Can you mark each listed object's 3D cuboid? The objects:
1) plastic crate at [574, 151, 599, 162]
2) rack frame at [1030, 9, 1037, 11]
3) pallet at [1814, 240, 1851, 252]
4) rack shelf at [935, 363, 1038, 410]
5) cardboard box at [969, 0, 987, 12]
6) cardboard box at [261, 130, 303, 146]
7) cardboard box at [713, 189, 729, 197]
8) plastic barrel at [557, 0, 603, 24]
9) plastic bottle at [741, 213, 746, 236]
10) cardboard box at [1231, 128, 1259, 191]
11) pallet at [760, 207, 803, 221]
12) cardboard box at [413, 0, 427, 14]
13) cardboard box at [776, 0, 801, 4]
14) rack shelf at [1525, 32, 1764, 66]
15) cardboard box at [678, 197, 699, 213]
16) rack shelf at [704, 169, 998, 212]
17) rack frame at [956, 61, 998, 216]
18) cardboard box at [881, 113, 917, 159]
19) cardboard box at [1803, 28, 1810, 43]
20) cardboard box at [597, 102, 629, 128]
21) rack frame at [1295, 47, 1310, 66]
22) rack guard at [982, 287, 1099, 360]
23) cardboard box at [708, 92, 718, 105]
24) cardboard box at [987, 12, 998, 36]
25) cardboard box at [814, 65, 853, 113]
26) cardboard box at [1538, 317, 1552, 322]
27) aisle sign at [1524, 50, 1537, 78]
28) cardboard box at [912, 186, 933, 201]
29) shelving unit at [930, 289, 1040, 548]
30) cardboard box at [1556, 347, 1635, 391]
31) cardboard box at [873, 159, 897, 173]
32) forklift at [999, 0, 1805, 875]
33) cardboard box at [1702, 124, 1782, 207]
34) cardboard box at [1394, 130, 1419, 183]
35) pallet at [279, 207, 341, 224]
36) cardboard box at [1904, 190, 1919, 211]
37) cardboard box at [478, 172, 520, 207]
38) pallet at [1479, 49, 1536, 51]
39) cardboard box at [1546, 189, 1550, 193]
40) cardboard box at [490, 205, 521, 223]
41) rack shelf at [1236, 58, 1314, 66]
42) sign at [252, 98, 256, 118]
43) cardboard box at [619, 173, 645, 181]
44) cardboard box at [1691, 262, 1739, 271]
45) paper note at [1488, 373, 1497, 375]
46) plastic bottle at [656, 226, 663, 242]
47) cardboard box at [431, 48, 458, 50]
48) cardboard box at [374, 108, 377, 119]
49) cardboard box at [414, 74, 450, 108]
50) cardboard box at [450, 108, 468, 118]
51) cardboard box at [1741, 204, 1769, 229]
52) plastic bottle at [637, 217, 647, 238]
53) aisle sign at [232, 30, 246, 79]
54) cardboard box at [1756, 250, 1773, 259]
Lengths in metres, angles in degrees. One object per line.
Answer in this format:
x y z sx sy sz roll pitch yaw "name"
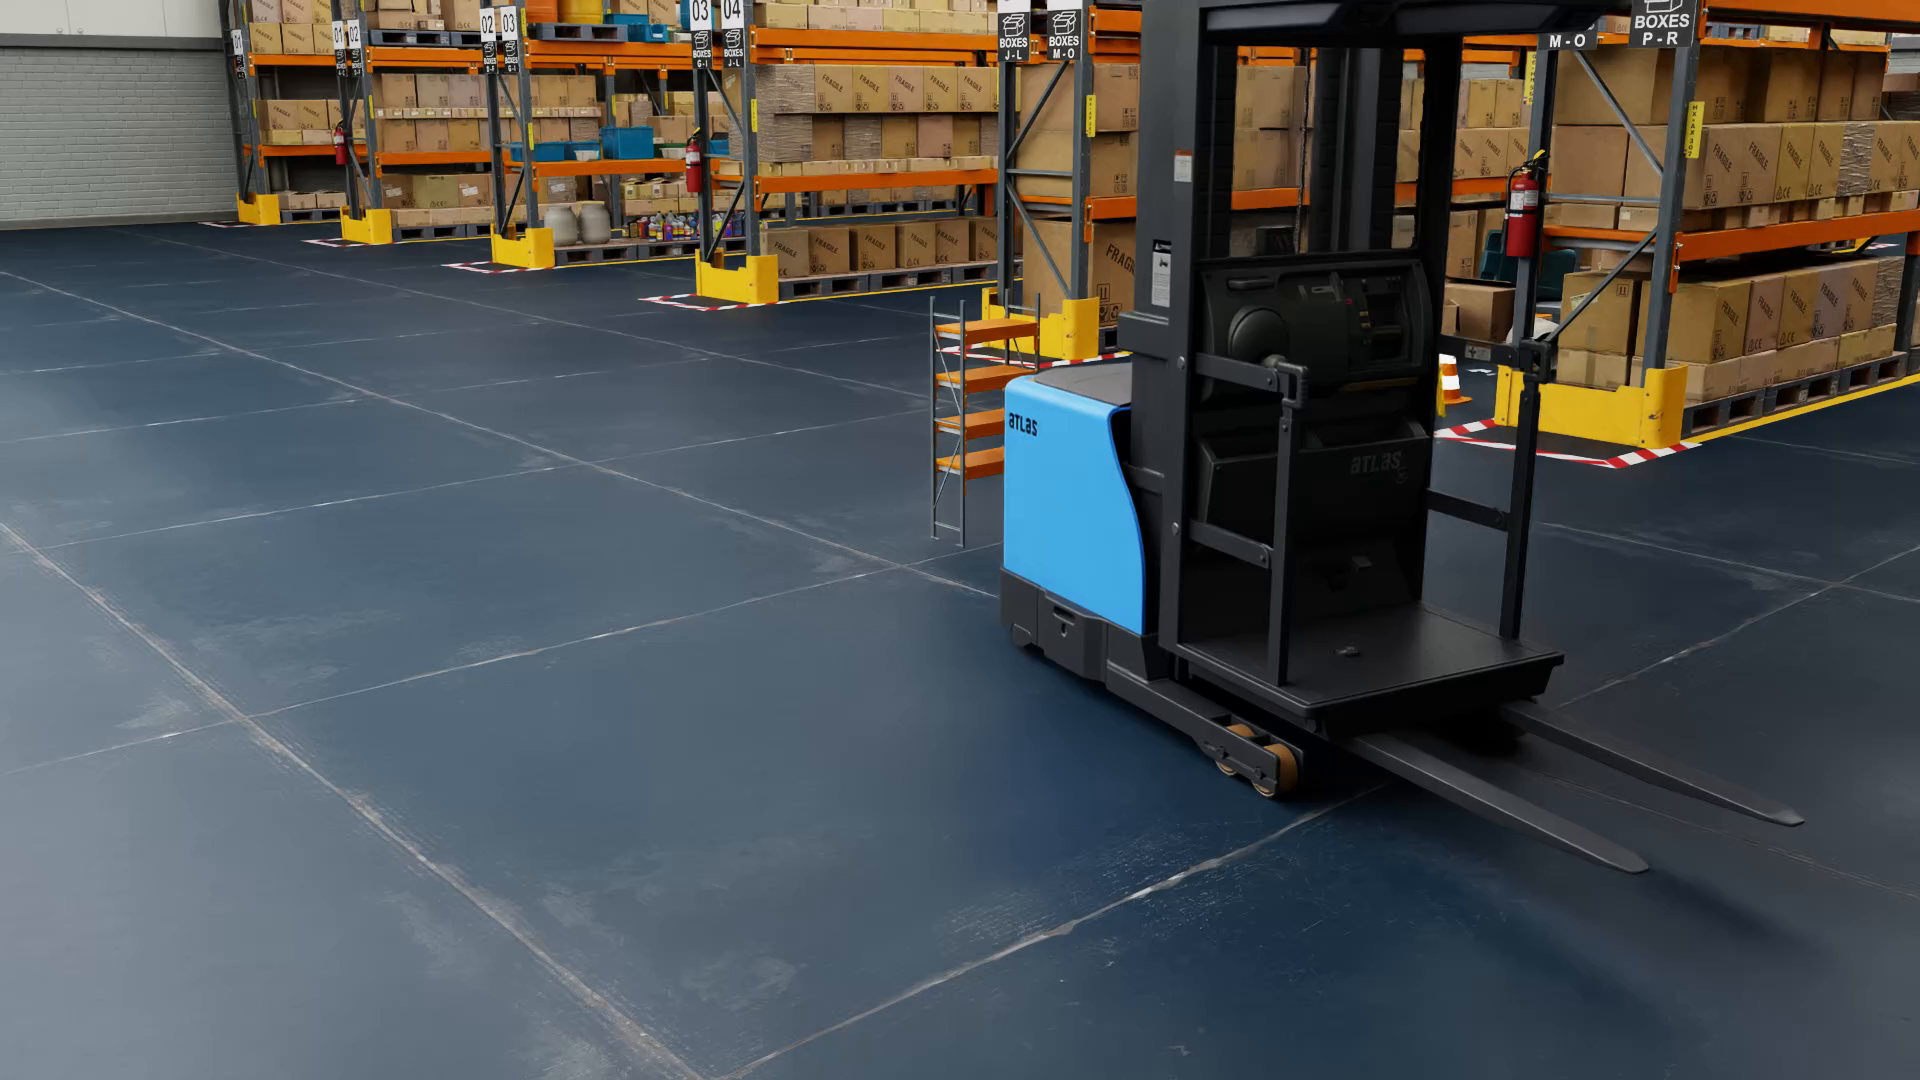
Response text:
-4.847 -4.993 21.640 0.250 0.136 0.298 -13 19 -39 "plastic crate"
0.536 -7.643 19.425 0.127 3.000 1.000 -13 19 -39 "rack frame"
12.075 -4.304 23.953 1.213 0.211 1.003 -13 19 -39 "pallet"
0.125 -0.759 8.160 0.480 0.148 0.258 -13 19 -39 "rack shelf"
0.086 -6.116 19.039 0.250 0.149 0.380 -14 20 -42 "cardboard box"
-11.660 -6.918 28.588 0.500 0.250 0.500 -13 20 -41 "cardboard box"
-4.330 -6.101 28.707 0.500 0.311 0.500 -12 19 -38 "cardboard box"
-4.956 -6.992 21.623 0.600 0.588 0.600 0 15 0 "plastic barrel"
-3.012 -4.476 23.476 0.185 0.351 0.144 -13 20 -41 "plastic bottle"
2.226 -3.494 15.227 0.500 0.550 0.875 -13 19 -39 "cardboard box"
-3.593 -5.872 29.825 1.213 0.211 1.003 -13 19 -39 "pallet"
-9.827 -9.395 29.626 0.500 0.500 0.500 -11 19 -36 "cardboard box"
-1.863 -5.663 17.344 0.250 0.149 0.380 -12 19 -38 "cardboard box"
8.242 -5.880 20.032 4.000 0.370 1.077 -13 19 -39 "rack shelf"
-4.722 -5.743 28.452 0.500 0.250 0.500 -13 20 -41 "cardboard box"
-0.973 -4.058 19.024 4.000 0.370 1.077 -13 19 -39 "rack shelf"
0.302 -6.386 26.346 0.127 3.000 1.000 -13 19 -39 "rack frame"
-0.960 -4.614 18.939 0.500 0.500 0.875 -13 19 -39 "cardboard box"
11.051 -6.692 21.968 0.500 0.250 0.500 -12 19 -37 "cardboard box"
-6.953 -8.394 32.818 0.700 0.500 0.500 14 20 42 "cardboard box"
3.716 -3.762 16.521 0.127 3.000 1.000 -13 19 -39 "rack frame"
0.680 -1.872 14.291 0.348 0.500 1.175 -13 19 -39 "rack guard"
-5.285 -8.997 33.858 0.500 0.250 0.500 -13 20 -40 "cardboard box"
0.363 -5.993 19.353 0.500 0.250 0.500 -12 19 -37 "cardboard box"
-1.506 -4.865 17.945 0.500 0.500 0.500 -13 19 -39 "cardboard box"
5.018 -1.774 14.377 0.258 0.266 0.396 2 15 9 "cardboard box"
9.446 -8.104 27.739 0.004 0.787 0.394 -13 19 -39 "aisle sign"
-0.870 -6.727 31.615 0.500 0.500 0.500 -12 19 -39 "cardboard box"
0.125 -0.608 8.200 0.503 1.200 0.258 -13 19 -39 "shelving unit"
4.475 -1.205 11.465 0.500 0.250 0.500 -13 20 -40 "cardboard box"
-0.915 -4.183 18.583 0.250 0.149 0.380 -13 19 -39 "cardboard box"
1.296 -0.740 5.341 1.130 2.935 3.031 -8 17 -27 "forklift"
4.952 -2.444 10.818 0.500 0.500 0.500 -12 19 -38 "cardboard box"
4.289 -3.847 16.645 0.500 0.500 0.500 -12 19 -39 "cardboard box"
-11.543 -5.756 29.391 1.213 0.211 1.003 -13 19 -39 "pallet"
6.999 -2.580 12.583 0.250 0.149 0.380 -13 20 -40 "cardboard box"
-7.298 -5.534 26.216 0.500 0.500 0.500 -13 19 -39 "cardboard box"
9.036 -8.056 26.956 1.213 0.211 1.003 -13 19 -39 "pallet"
9.158 -5.830 27.566 0.875 0.875 0.875 -13 19 -39 "cardboard box"
-7.298 -5.172 26.314 0.500 0.250 0.500 -13 19 -39 "cardboard box"
4.828 -8.504 29.857 4.000 0.370 1.077 -13 19 -39 "rack shelf"
-11.880 -7.272 27.986 0.005 0.325 0.100 -13 19 -39 "sign"
-6.710 -7.188 33.338 0.500 0.500 0.700 -12 19 -39 "cardboard box"
5.234 -1.734 11.991 0.500 0.500 0.500 -13 20 -41 "cardboard box"
4.203 -1.308 13.129 0.123 0.001 0.032 -13 19 -39 "paper note"
-4.083 -4.156 22.565 0.097 0.201 0.097 0 15 0 "plastic bottle"
-9.439 -9.010 30.125 0.500 0.500 0.500 -12 19 -38 "cardboard box"
-8.819 -6.460 25.170 0.250 0.149 0.380 -13 20 -40 "cardboard box"
-8.188 -6.847 25.363 0.500 0.500 0.700 -13 20 -41 "cardboard box"
-7.767 -6.558 25.536 0.250 0.149 0.380 -14 20 -41 "cardboard box"
5.072 -2.142 10.944 0.250 0.149 0.380 -12 19 -39 "cardboard box"
-4.427 -4.362 23.192 0.135 0.276 0.152 -12 19 -39 "plastic bottle"
-12.094 -8.145 27.893 0.004 0.787 0.394 -13 19 -39 "aisle sign"
5.899 -2.221 12.557 0.250 0.149 0.380 -12 19 -37 "cardboard box"
